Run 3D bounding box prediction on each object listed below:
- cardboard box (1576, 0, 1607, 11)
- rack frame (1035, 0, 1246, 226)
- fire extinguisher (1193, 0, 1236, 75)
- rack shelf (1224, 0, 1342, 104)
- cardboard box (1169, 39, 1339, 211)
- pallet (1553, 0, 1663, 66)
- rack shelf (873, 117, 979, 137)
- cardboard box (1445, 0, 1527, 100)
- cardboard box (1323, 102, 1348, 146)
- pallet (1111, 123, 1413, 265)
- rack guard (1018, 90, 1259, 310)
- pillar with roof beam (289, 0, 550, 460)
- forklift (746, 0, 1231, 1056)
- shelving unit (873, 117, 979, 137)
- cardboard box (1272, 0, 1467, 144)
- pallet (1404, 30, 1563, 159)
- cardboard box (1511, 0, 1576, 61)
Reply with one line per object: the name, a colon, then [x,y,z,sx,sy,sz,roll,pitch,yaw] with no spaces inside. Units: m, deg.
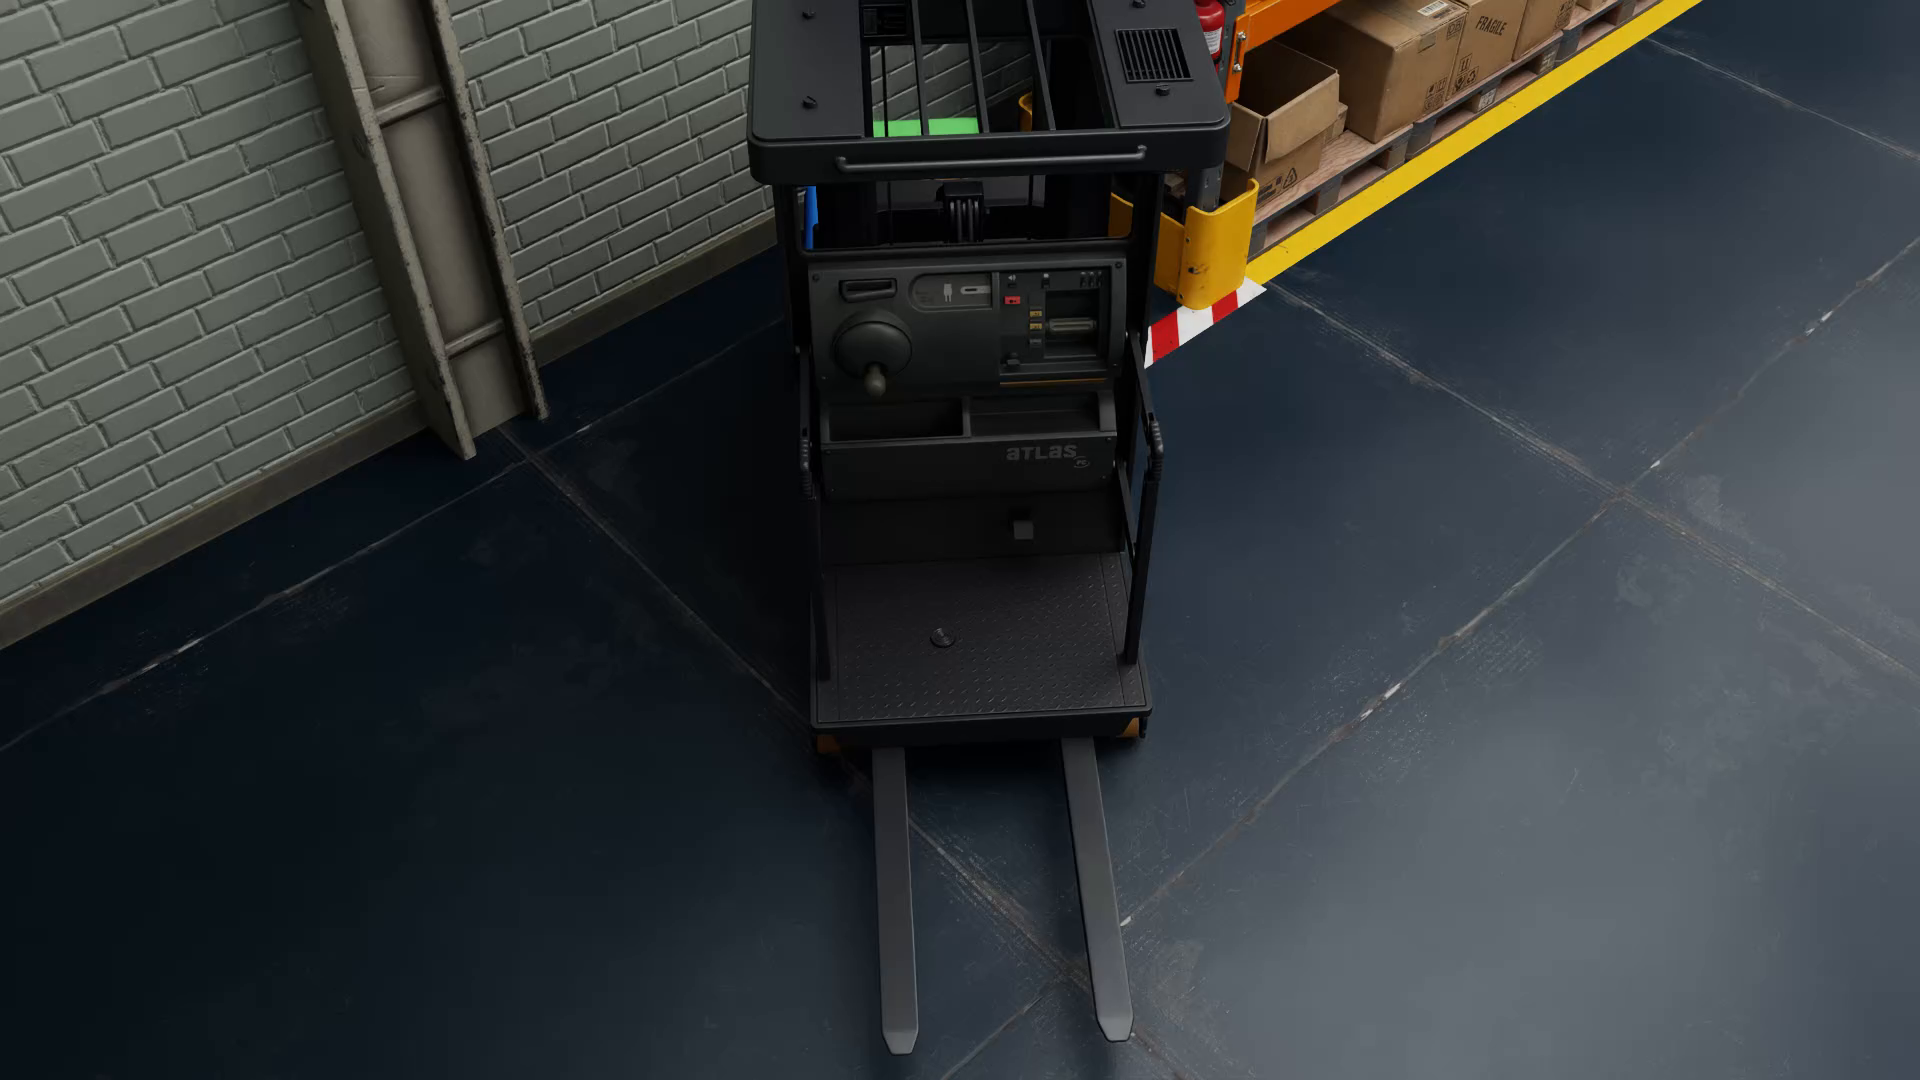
cardboard box: [3.178,-2.934,8.491,0.258,0.266,0.396,-32,55,-26]
rack frame: [0.697,-2.353,6.380,0.127,3.000,1.000,-34,56,-27]
fire extinguisher: [0.899,-1.876,6.246,0.183,0.674,0.296,-34,56,-27]
rack shelf: [2.177,-3.098,7.557,4.000,0.370,1.077,-34,56,-27]
cardboard box: [1.213,-1.899,7.374,0.637,0.503,0.797,-36,57,-28]
pallet: [3.148,-3.046,8.917,1.213,0.211,1.003,-34,56,-27]
rack shelf: [-0.157,-1.448,6.203,0.480,0.148,0.258,-3,47,-3]
cardboard box: [2.330,-2.507,7.937,0.500,0.500,0.500,-33,55,-27]
cardboard box: [1.554,-1.968,7.679,0.250,0.149,0.380,-36,57,-28]
pallet: [1.342,-1.839,7.804,1.213,0.211,1.003,-34,56,-27]
rack guard: [0.753,-1.543,7.333,0.348,0.500,1.175,-34,56,-27]
pillar with roof beam: [0.992,-1.203,1.237,0.400,9.000,9.100,-34,56,-27]
forklift: [0.041,-0.536,4.750,1.130,2.935,3.031,-3,47,-3]
shelving unit: [-0.157,-1.166,6.509,0.503,1.200,0.258,-3,47,-3]
cardboard box: [1.872,-2.300,7.746,0.500,0.500,0.700,-32,55,-26]
pallet: [2.245,-2.439,8.357,1.213,0.211,1.003,-34,56,-27]
cardboard box: [2.640,-2.813,8.220,0.500,0.500,0.700,-36,57,-28]
